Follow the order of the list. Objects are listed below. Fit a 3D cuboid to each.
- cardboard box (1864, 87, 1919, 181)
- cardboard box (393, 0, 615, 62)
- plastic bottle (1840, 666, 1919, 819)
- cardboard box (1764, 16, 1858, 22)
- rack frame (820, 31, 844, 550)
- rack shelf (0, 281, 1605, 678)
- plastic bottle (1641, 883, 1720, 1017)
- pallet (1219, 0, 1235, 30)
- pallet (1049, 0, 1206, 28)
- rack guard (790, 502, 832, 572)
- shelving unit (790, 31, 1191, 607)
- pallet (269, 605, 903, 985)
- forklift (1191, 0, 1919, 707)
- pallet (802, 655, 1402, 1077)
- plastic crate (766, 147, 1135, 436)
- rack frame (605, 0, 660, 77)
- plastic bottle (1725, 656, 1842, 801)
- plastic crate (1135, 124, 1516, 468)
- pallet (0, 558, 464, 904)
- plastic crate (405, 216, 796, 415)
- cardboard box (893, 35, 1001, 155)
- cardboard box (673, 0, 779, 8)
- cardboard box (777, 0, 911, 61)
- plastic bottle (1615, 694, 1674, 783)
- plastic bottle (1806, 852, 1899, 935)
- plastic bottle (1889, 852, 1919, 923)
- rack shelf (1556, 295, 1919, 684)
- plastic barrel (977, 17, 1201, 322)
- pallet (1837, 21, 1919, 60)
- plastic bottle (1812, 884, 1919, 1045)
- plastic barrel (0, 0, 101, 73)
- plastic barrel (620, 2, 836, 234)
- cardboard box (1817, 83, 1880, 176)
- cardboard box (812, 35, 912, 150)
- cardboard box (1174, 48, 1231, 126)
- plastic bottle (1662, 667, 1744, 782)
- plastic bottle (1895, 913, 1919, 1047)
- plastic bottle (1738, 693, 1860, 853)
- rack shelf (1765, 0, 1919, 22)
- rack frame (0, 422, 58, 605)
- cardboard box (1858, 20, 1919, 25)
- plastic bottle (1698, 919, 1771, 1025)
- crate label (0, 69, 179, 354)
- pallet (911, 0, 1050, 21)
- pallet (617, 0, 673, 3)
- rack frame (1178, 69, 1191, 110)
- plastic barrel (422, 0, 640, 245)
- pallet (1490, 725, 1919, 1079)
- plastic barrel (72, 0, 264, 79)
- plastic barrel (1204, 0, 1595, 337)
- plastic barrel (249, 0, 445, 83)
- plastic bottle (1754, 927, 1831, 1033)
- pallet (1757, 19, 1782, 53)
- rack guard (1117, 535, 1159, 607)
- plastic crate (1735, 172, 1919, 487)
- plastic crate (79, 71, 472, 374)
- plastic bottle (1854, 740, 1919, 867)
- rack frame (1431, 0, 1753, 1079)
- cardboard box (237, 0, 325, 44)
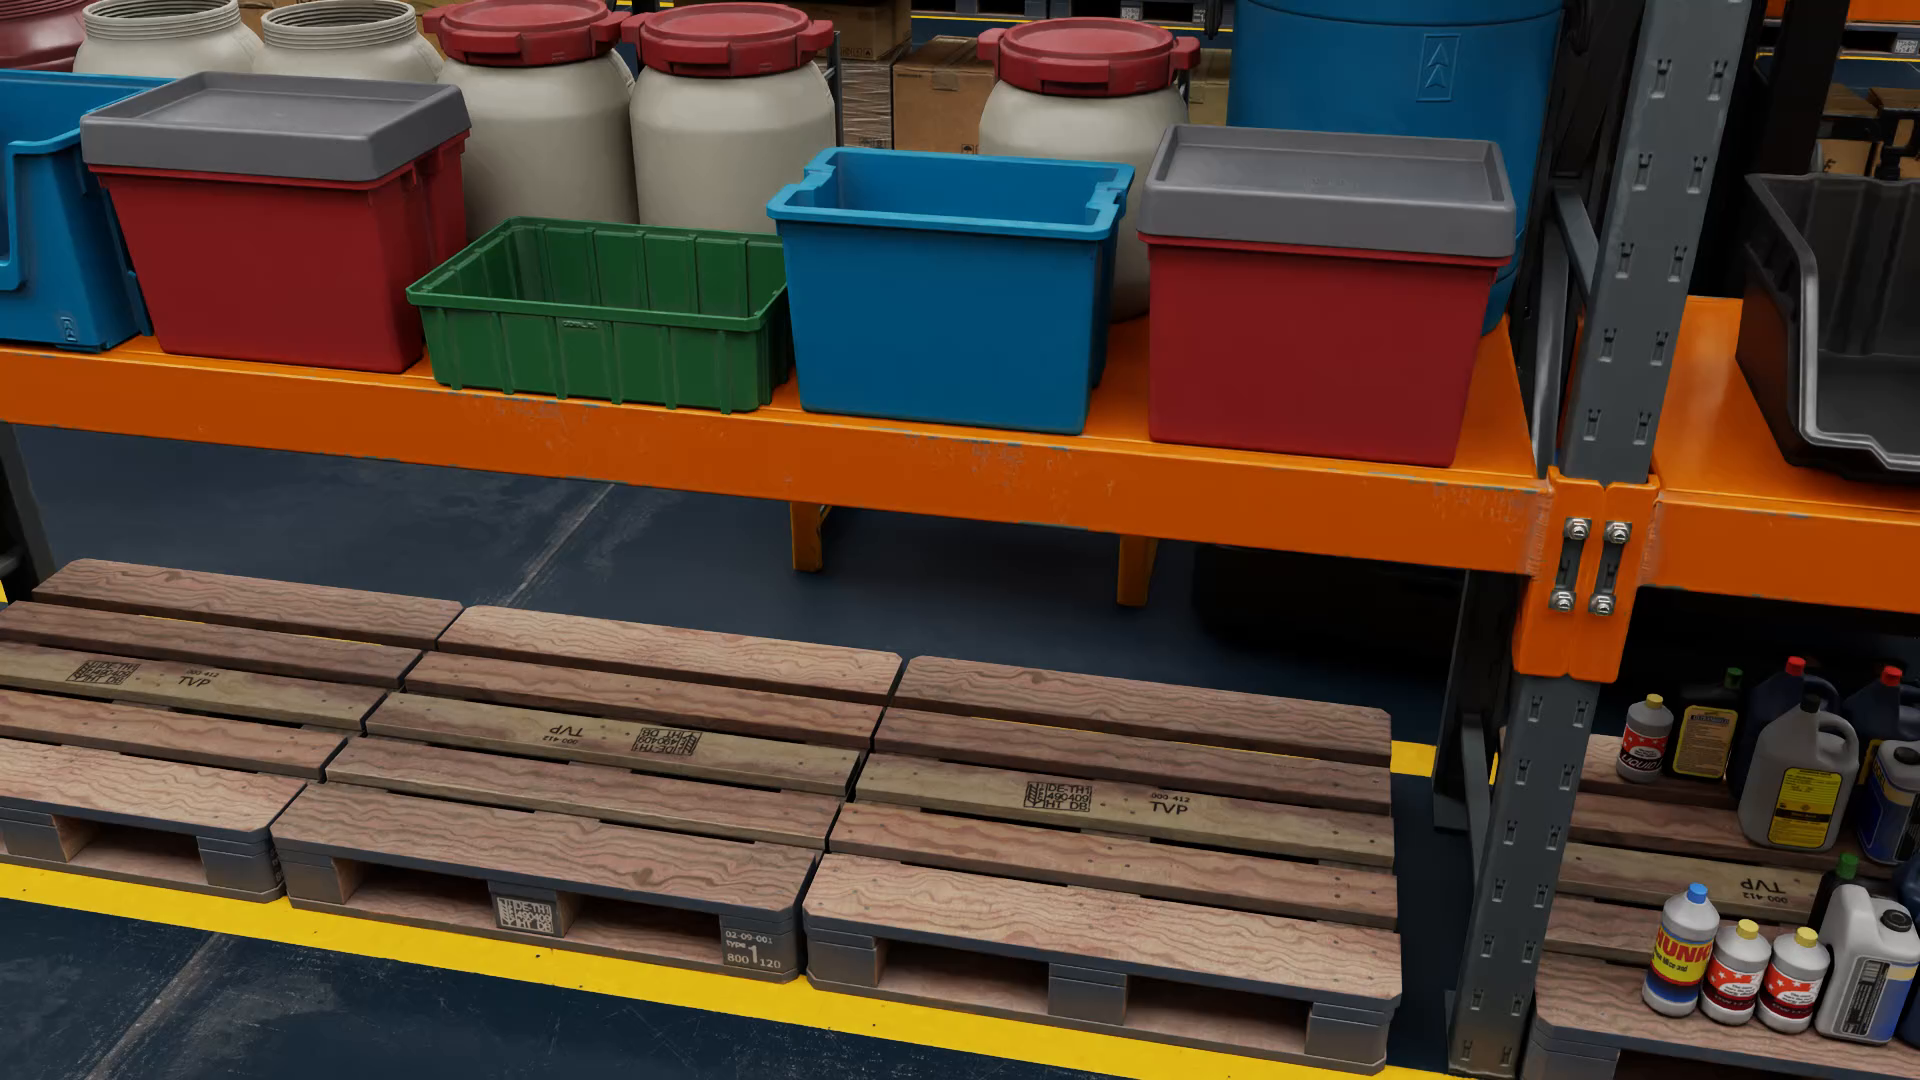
[{"bbox_3d":[4.277,-1.681,7.362,0.500,0.500,0.500,9,30,15],"label":"cardboard box"},{"bbox_3d":[-2.410,-2.541,8.542,0.875,0.875,1.225,5,29,8],"label":"cardboard box"},{"bbox_3d":[2.015,0.435,3.632,0.185,0.351,0.144,4,29,8],"label":"plastic bottle"},{"bbox_3d":[5.681,-4.103,11.396,0.875,0.875,0.875,5,29,10],"label":"cardboard box"},{"bbox_3d":[-0.414,-0.700,4.967,0.032,1.500,0.500,6,29,11],"label":"rack frame"},{"bbox_3d":[-0.818,-0.367,3.546,4.000,0.370,1.077,6,29,11],"label":"rack shelf"},{"bbox_3d":[1.358,0.759,3.122,0.097,0.271,0.097,0,29,0],"label":"plastic bottle"},{"bbox_3d":[2.536,-3.946,12.239,1.213,0.211,1.003,6,29,11],"label":"pallet"},{"bbox_3d":[1.340,-4.068,12.460,1.213,0.211,1.003,6,29,11],"label":"pallet"},{"bbox_3d":[-0.412,-0.152,5.267,0.087,0.250,0.587,6,29,11],"label":"rack guard"},{"bbox_3d":[0.075,-0.650,4.876,1.083,1.500,0.587,6,29,11],"label":"shelving unit"},{"bbox_3d":[-0.835,0.559,4.009,1.213,0.211,1.003,6,29,11],"label":"pallet"},{"bbox_3d":[2.235,-1.078,4.168,3.031,2.935,1.130,6,29,12],"label":"forklift"},{"bbox_3d":[0.362,0.680,3.787,1.213,0.211,1.003,6,29,11],"label":"pallet"},{"bbox_3d":[-0.006,-0.440,2.946,0.575,0.384,0.392,6,29,11],"label":"plastic crate"},{"bbox_3d":[-1.740,-3.209,7.989,0.127,3.000,1.000,6,29,11],"label":"rack frame"},{"bbox_3d":[1.828,0.416,3.667,0.185,0.351,0.144,5,29,9],"label":"plastic bottle"},{"bbox_3d":[0.600,-0.415,2.818,0.583,0.464,0.402,6,29,11],"label":"plastic crate"},{"bbox_3d":[-2.025,0.436,4.234,1.213,0.211,1.003,6,29,11],"label":"pallet"},{"bbox_3d":[-0.624,-0.431,3.135,0.662,0.188,0.450,6,29,11],"label":"plastic crate"},{"bbox_3d":[0.021,-2.145,8.189,0.500,0.500,0.700,8,30,15],"label":"cardboard box"},{"bbox_3d":[-1.078,-2.582,8.206,0.500,0.250,0.500,7,29,13],"label":"cardboard box"},{"bbox_3d":[-0.557,-2.533,8.118,0.500,0.250,0.500,9,30,16],"label":"cardboard box"},{"bbox_3d":[1.558,0.442,3.774,0.097,0.201,0.097,0,29,0],"label":"plastic bottle"},{"bbox_3d":[1.701,0.724,3.175,0.133,0.283,0.061,6,29,11],"label":"plastic bottle"},{"bbox_3d":[1.871,0.695,3.158,0.185,0.351,0.144,6,29,11],"label":"plastic bottle"},{"bbox_3d":[3.094,0.034,2.814,4.000,0.370,1.077,6,29,11],"label":"rack shelf"},{"bbox_3d":[0.248,-0.741,3.338,0.433,0.535,0.433,0,29,0],"label":"plastic barrel"},{"bbox_3d":[6.420,-3.547,11.509,1.213,0.211,1.003,6,29,11],"label":"pallet"},{"bbox_3d":[1.680,0.777,3.086,0.135,0.276,0.152,7,29,12],"label":"plastic bottle"},{"bbox_3d":[-2.257,-1.039,3.882,0.708,0.536,0.600,6,29,11],"label":"plastic barrel"},{"bbox_3d":[-0.470,-0.814,3.472,0.433,0.535,0.433,0,29,0],"label":"plastic barrel"},{"bbox_3d":[3.740,-1.758,7.503,0.500,0.500,0.500,3,29,6],"label":"cardboard box"},{"bbox_3d":[-0.535,-2.199,8.287,0.500,0.500,0.700,3,29,6],"label":"cardboard box"},{"bbox_3d":[1.114,-2.033,7.985,0.500,0.500,0.700,6,29,10],"label":"cardboard box"},{"bbox_3d":[1.677,0.410,3.749,0.133,0.283,0.061,7,30,13],"label":"plastic bottle"},{"bbox_3d":[1.841,0.763,3.034,0.185,0.351,0.144,7,29,12],"label":"plastic bottle"},{"bbox_3d":[1.798,0.484,3.543,0.185,0.351,0.144,6,29,11],"label":"plastic bottle"},{"bbox_3d":[4.128,-2.292,7.062,4.000,0.370,1.077,6,29,11],"label":"rack shelf"},{"bbox_3d":[-2.774,-0.883,3.740,0.127,3.000,1.000,6,29,11],"label":"rack frame"},{"bbox_3d":[6.542,-4.016,11.236,0.875,0.875,0.875,6,29,11],"label":"cardboard box"},{"bbox_3d":[1.457,0.800,3.121,0.097,0.201,0.097,0,29,0],"label":"plastic bottle"},{"bbox_3d":[-1.859,-0.672,3.317,0.616,0.435,0.502,6,29,11],"label":"crate label"},{"bbox_3d":[0.150,-4.191,12.685,1.213,0.211,1.003,6,29,11],"label":"pallet"},{"bbox_3d":[-2.559,-4.508,13.264,1.213,0.211,1.003,6,29,11],"label":"pallet"},{"bbox_3d":[0.581,-0.598,4.781,0.032,1.500,0.500,6,29,11],"label":"rack frame"},{"bbox_3d":[-0.893,-0.858,3.552,0.433,0.535,0.433,0,29,0],"label":"plastic barrel"},{"bbox_3d":[1.786,0.828,3.518,1.213,0.211,1.003,6,29,11],"label":"pallet"},{"bbox_3d":[-1.723,-0.930,3.708,0.421,0.512,0.421,0,29,0],"label":"plastic barrel"},{"bbox_3d":[0.823,-0.883,3.218,0.708,0.901,0.600,6,29,11],"label":"plastic barrel"},{"bbox_3d":[-1.311,-0.887,3.631,0.421,0.512,0.421,0,29,0],"label":"plastic barrel"},{"bbox_3d":[1.557,0.810,3.102,0.097,0.201,0.097,0,29,0],"label":"plastic bottle"},{"bbox_3d":[5.231,-3.670,11.734,1.213,0.211,1.003,6,29,11],"label":"pallet"},{"bbox_3d":[0.562,-0.052,5.085,0.087,0.250,0.587,6,29,11],"label":"rack guard"},{"bbox_3d":[1.623,-0.343,2.817,0.504,0.338,0.767,6,29,11],"label":"plastic crate"},{"bbox_3d":[-1.258,-0.606,3.166,0.583,0.464,0.402,6,29,11],"label":"plastic crate"},{"bbox_3d":[2.009,0.540,3.518,0.135,0.276,0.152,6,29,11],"label":"plastic bottle"},{"bbox_3d":[1.138,-0.482,3.007,0.127,3.000,1.000,6,29,11],"label":"rack frame"},{"bbox_3d":[-3.280,-2.634,8.712,0.875,0.875,1.225,6,29,11],"label":"cardboard box"}]
